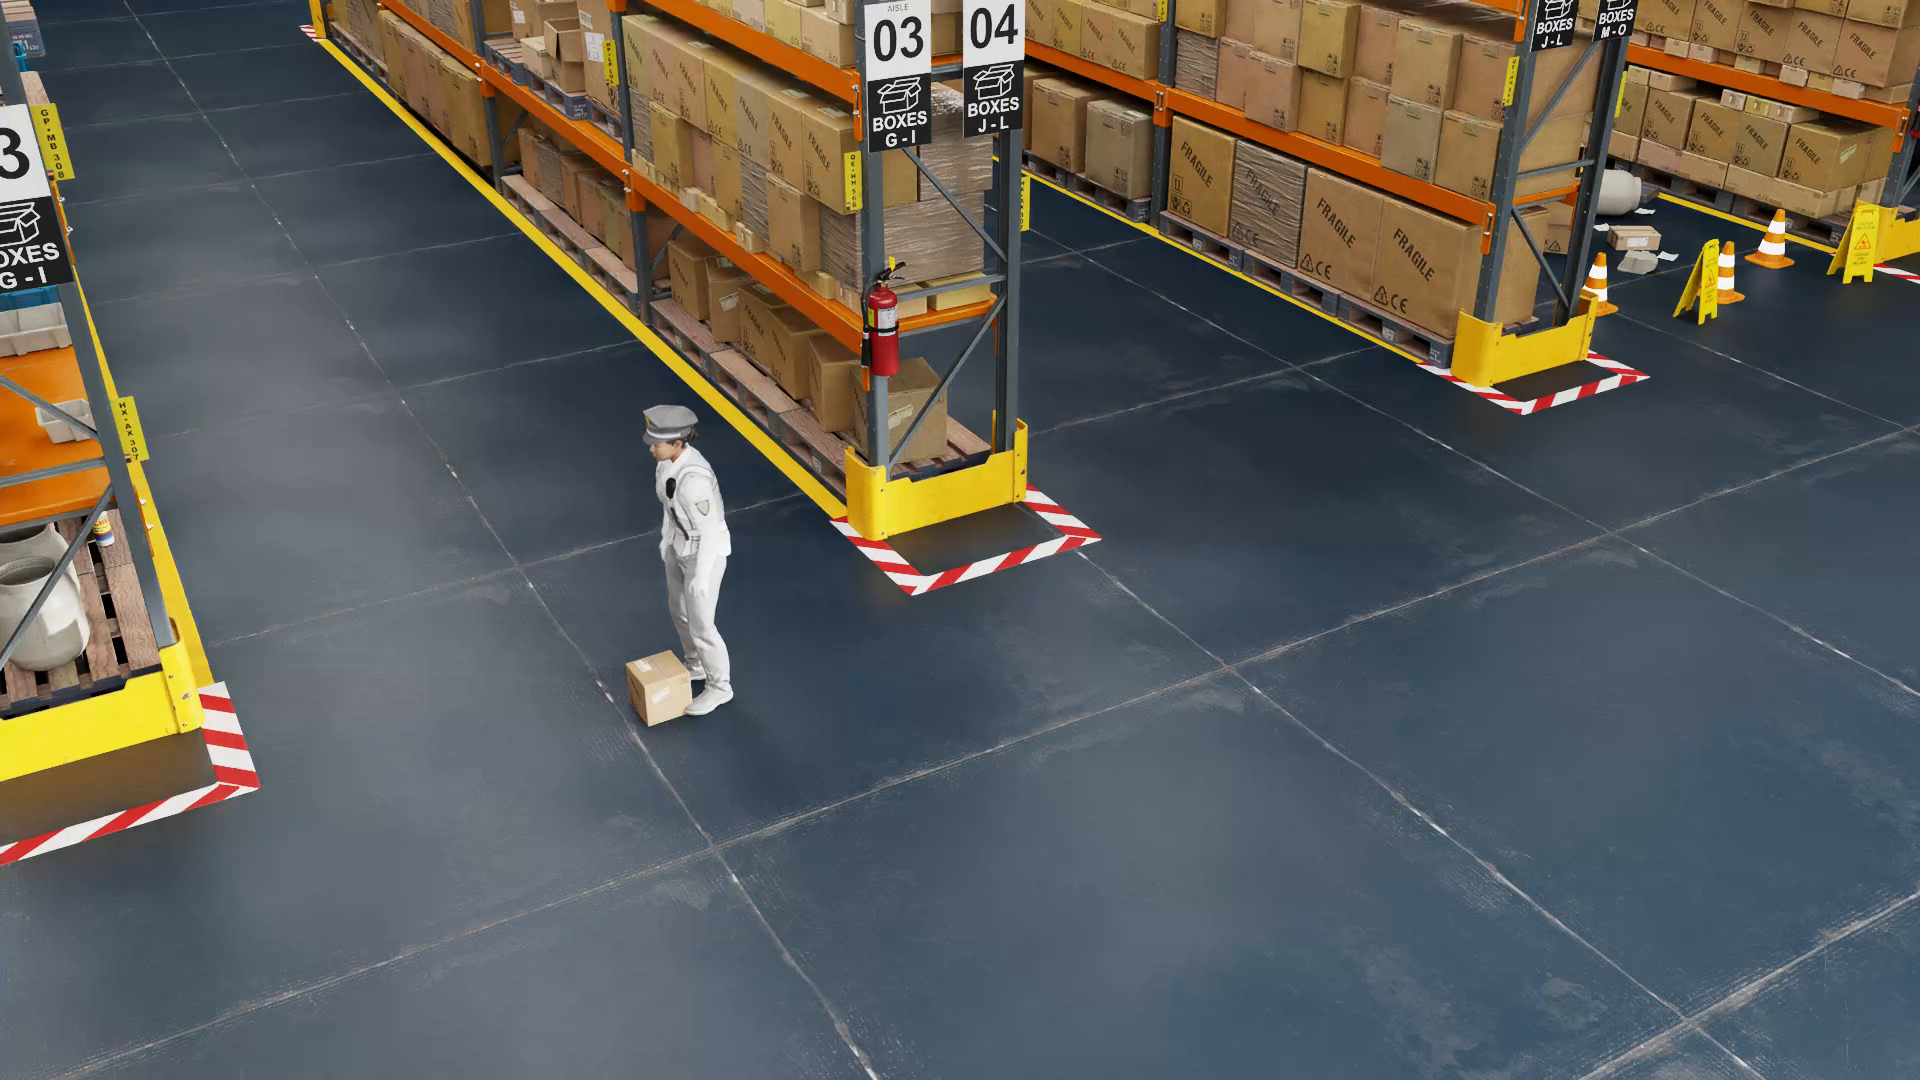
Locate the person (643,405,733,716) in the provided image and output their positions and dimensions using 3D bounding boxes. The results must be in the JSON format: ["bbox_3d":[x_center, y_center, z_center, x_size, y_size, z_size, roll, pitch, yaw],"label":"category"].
[{"bbox_3d":[-1.359,0.086,8.397,0.371,1.664,0.530,-16,33,-26],"label":"person"}]
